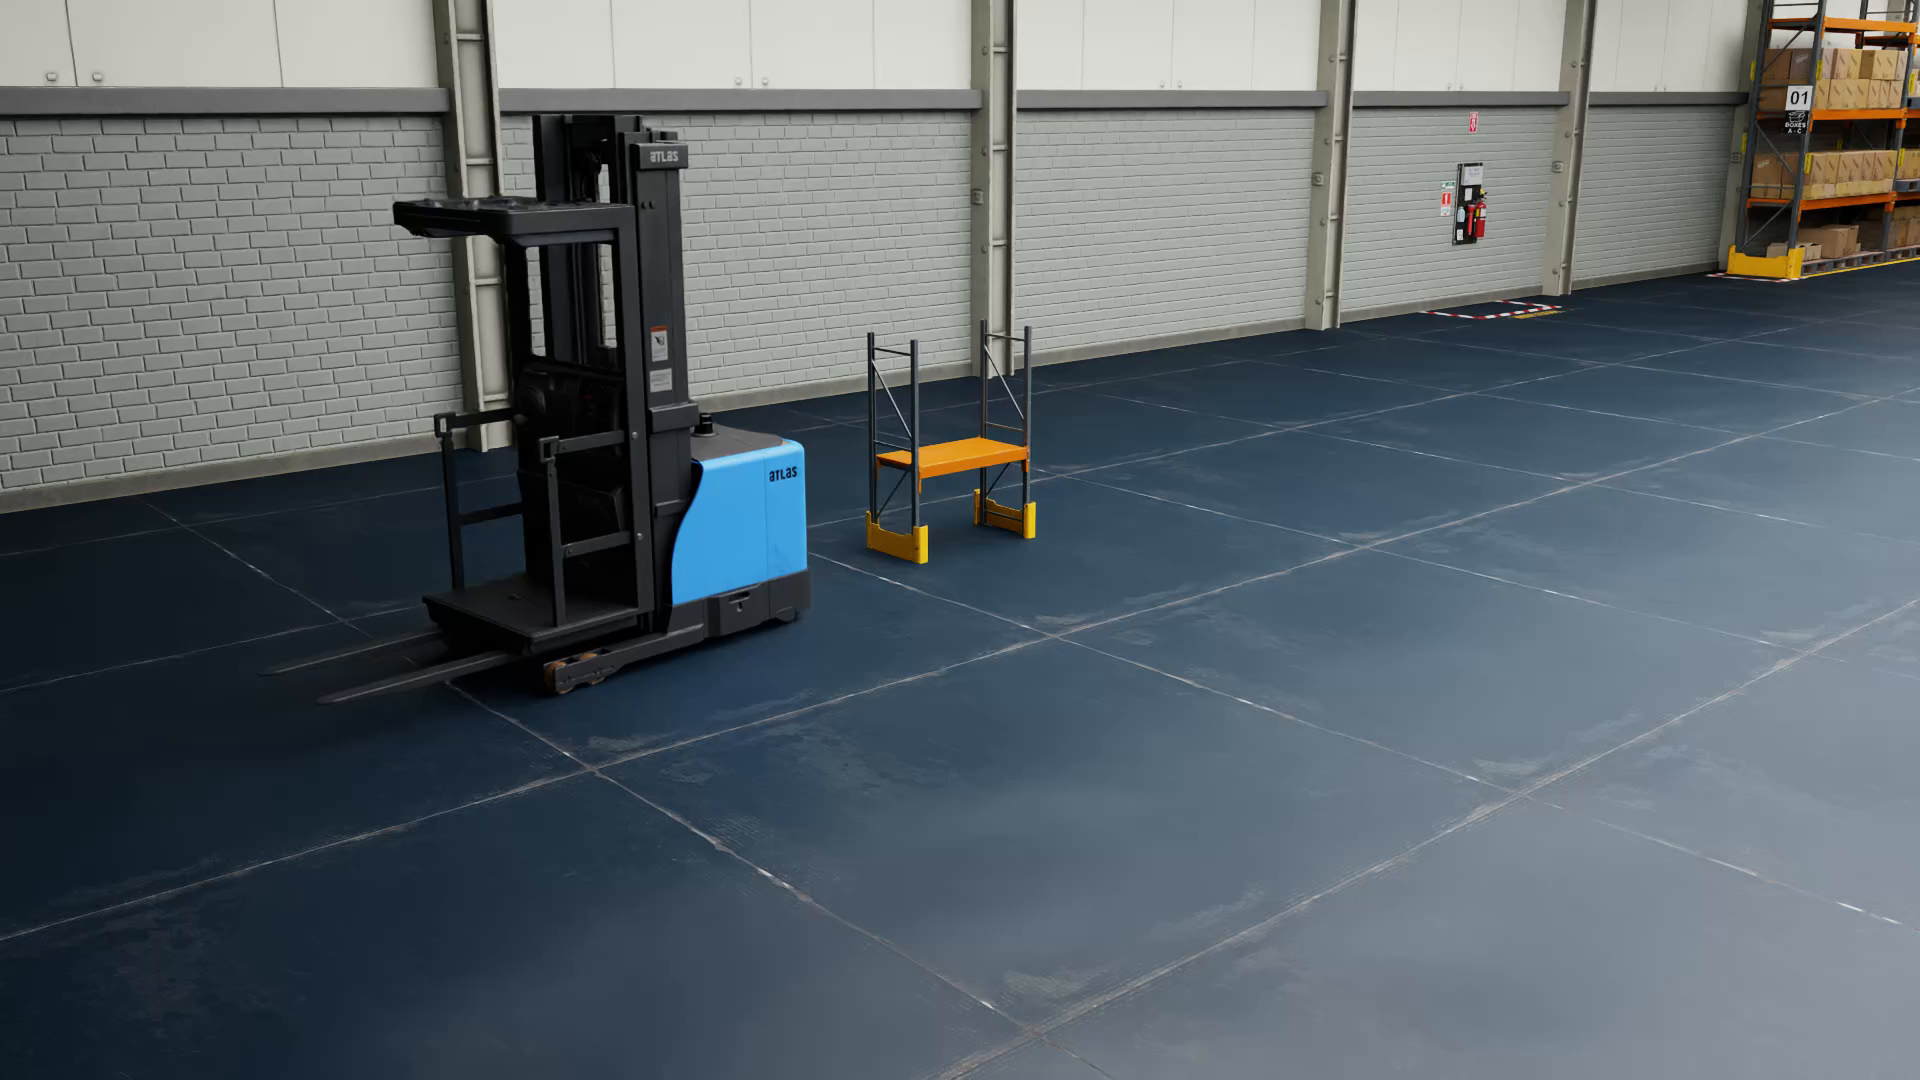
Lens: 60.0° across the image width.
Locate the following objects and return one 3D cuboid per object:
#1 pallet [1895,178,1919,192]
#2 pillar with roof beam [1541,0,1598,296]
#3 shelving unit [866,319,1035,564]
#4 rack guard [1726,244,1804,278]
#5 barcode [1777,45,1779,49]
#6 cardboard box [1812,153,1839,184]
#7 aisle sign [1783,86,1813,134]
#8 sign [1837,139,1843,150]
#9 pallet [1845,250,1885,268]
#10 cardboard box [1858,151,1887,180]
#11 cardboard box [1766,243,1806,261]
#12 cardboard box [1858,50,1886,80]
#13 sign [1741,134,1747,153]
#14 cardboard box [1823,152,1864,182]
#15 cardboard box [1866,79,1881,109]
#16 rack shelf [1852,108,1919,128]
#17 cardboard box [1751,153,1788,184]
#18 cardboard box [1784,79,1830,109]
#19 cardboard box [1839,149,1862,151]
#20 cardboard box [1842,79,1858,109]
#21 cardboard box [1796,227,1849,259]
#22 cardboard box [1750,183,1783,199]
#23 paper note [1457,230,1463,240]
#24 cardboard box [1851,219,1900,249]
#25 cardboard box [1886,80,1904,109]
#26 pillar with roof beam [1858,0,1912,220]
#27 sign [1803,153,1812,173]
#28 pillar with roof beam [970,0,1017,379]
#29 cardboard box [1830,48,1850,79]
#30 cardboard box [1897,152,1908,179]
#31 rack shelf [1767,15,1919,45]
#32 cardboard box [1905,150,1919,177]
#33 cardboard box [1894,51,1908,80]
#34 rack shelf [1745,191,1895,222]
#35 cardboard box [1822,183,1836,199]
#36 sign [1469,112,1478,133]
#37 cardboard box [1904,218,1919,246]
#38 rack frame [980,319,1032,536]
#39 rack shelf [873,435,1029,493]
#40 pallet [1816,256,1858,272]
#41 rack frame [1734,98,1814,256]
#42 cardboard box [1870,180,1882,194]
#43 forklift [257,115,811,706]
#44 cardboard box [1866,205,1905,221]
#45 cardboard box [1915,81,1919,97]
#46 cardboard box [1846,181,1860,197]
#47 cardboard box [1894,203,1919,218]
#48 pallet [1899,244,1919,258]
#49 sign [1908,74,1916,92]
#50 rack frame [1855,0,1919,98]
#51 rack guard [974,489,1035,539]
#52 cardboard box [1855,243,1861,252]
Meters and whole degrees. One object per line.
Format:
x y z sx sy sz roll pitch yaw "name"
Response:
17.672 -6.752 31.585 1.213 0.211 1.003 -13 19 -39 "pallet"
12.242 -7.396 22.002 0.400 9.000 9.100 -13 19 -39 "pillar with roof beam"
-0.058 -0.712 11.508 1.083 1.500 0.587 -13 19 -39 "shelving unit"
14.039 -4.871 29.016 0.348 0.500 1.175 -13 19 -39 "rack guard"
14.189 -8.553 28.853 0.075 0.075 0.001 -13 19 -39 "barcode"
14.919 -6.469 28.955 0.500 0.500 0.500 -13 19 -39 "cardboard box"
14.125 -7.251 28.045 0.004 0.787 0.394 -13 19 -39 "aisle sign"
16.633 -7.410 31.435 0.005 0.325 0.100 -13 19 -39 "sign"
16.516 -5.275 31.090 1.213 0.211 1.003 -13 19 -39 "pallet"
16.473 -6.817 30.256 0.500 0.500 0.500 -13 20 -40 "cardboard box"
14.563 -5.079 29.308 0.500 0.311 0.500 13 20 41 "cardboard box"
16.006 -8.410 29.441 0.500 0.500 0.500 -14 20 -41 "cardboard box"
13.633 -6.889 28.872 0.005 0.325 0.100 -13 19 -39 "sign"
15.694 -6.645 29.614 0.500 0.500 0.500 -12 19 -38 "cardboard box"
15.998 -7.932 29.588 0.500 0.500 0.500 -14 20 -41 "cardboard box"
18.508 -8.184 32.156 4.000 0.370 1.077 -13 19 -39 "rack shelf"
14.198 -6.486 29.019 0.500 0.500 0.500 -13 20 -40 "cardboard box"
14.398 -7.581 28.272 0.500 0.500 0.500 -12 19 -38 "cardboard box"
16.508 -7.004 30.956 0.500 0.500 0.500 -13 20 -41 "cardboard box"
15.216 -7.753 28.919 0.500 0.500 0.500 -12 19 -37 "cardboard box"
15.579 -5.381 30.074 0.500 0.500 0.700 -14 21 -43 "cardboard box"
14.207 -6.120 29.100 0.500 0.250 0.500 -12 19 -39 "cardboard box"
7.348 -4.483 24.426 0.142 0.148 0.016 -13 19 -39 "paper note"
17.544 -5.876 31.927 0.500 0.500 0.700 -12 19 -38 "cardboard box"
16.779 -8.116 30.277 0.500 0.500 0.500 -12 19 -38 "cardboard box"
21.295 -9.429 29.613 0.400 9.000 9.100 -13 19 -39 "pillar with roof beam"
14.338 -6.378 28.138 0.005 0.325 0.100 -13 19 -39 "sign"
3.189 -5.363 14.392 0.400 9.000 9.100 -13 19 -39 "pillar with roof beam"
14.844 -8.149 28.462 0.500 0.500 0.500 -13 20 -40 "cardboard box"
17.406 -7.084 31.410 0.500 0.500 0.700 -13 19 -39 "cardboard box"
15.491 -8.954 29.233 4.000 0.370 1.077 -13 19 -39 "rack shelf"
18.308 -7.294 32.200 0.500 0.500 0.700 -10 18 -32 "cardboard box"
16.800 -8.596 30.135 0.500 0.500 0.500 14 20 42 "cardboard box"
15.491 -6.057 30.006 4.000 0.370 1.077 -13 19 -39 "rack shelf"
14.941 -6.114 29.080 0.500 0.250 0.500 -13 20 -41 "cardboard box"
7.455 -6.063 24.143 0.199 0.298 0.001 -13 19 -39 "sign"
18.312 -6.052 32.585 0.500 0.500 0.700 -12 19 -39 "cardboard box"
0.319 -0.796 11.825 0.032 1.500 0.500 -13 19 -39 "rack frame"
-0.064 -0.536 11.549 1.000 0.185 0.538 -13 19 -39 "rack shelf"
15.595 -5.067 30.312 1.213 0.211 1.003 -13 19 -39 "pallet"
13.982 -6.065 28.645 0.127 3.000 1.000 -13 19 -39 "rack frame"
16.460 -6.458 30.367 0.500 0.250 0.500 -13 19 -39 "cardboard box"
-2.270 -0.758 8.908 1.130 2.935 3.031 14 20 41 "forklift"
17.874 -6.313 32.112 0.500 0.250 0.500 -13 20 -41 "cardboard box"
17.929 -8.533 31.431 0.500 0.311 0.500 -12 19 -38 "cardboard box"
15.712 -6.285 29.717 0.500 0.250 0.500 -12 19 -39 "cardboard box"
18.652 -6.483 32.747 0.500 0.250 0.500 -13 20 -40 "cardboard box"
18.507 -5.736 32.814 1.213 0.211 1.003 -13 19 -39 "pallet"
17.362 -8.338 30.337 0.005 0.325 0.100 -13 19 -39 "sign"
17.000 -9.641 30.408 0.127 3.000 1.000 -13 19 -39 "rack frame"
0.318 -0.192 11.985 0.087 0.250 0.587 -13 19 -39 "rack guard"
16.616 -5.490 31.130 0.380 0.166 0.250 13 20 40 "cardboard box"
